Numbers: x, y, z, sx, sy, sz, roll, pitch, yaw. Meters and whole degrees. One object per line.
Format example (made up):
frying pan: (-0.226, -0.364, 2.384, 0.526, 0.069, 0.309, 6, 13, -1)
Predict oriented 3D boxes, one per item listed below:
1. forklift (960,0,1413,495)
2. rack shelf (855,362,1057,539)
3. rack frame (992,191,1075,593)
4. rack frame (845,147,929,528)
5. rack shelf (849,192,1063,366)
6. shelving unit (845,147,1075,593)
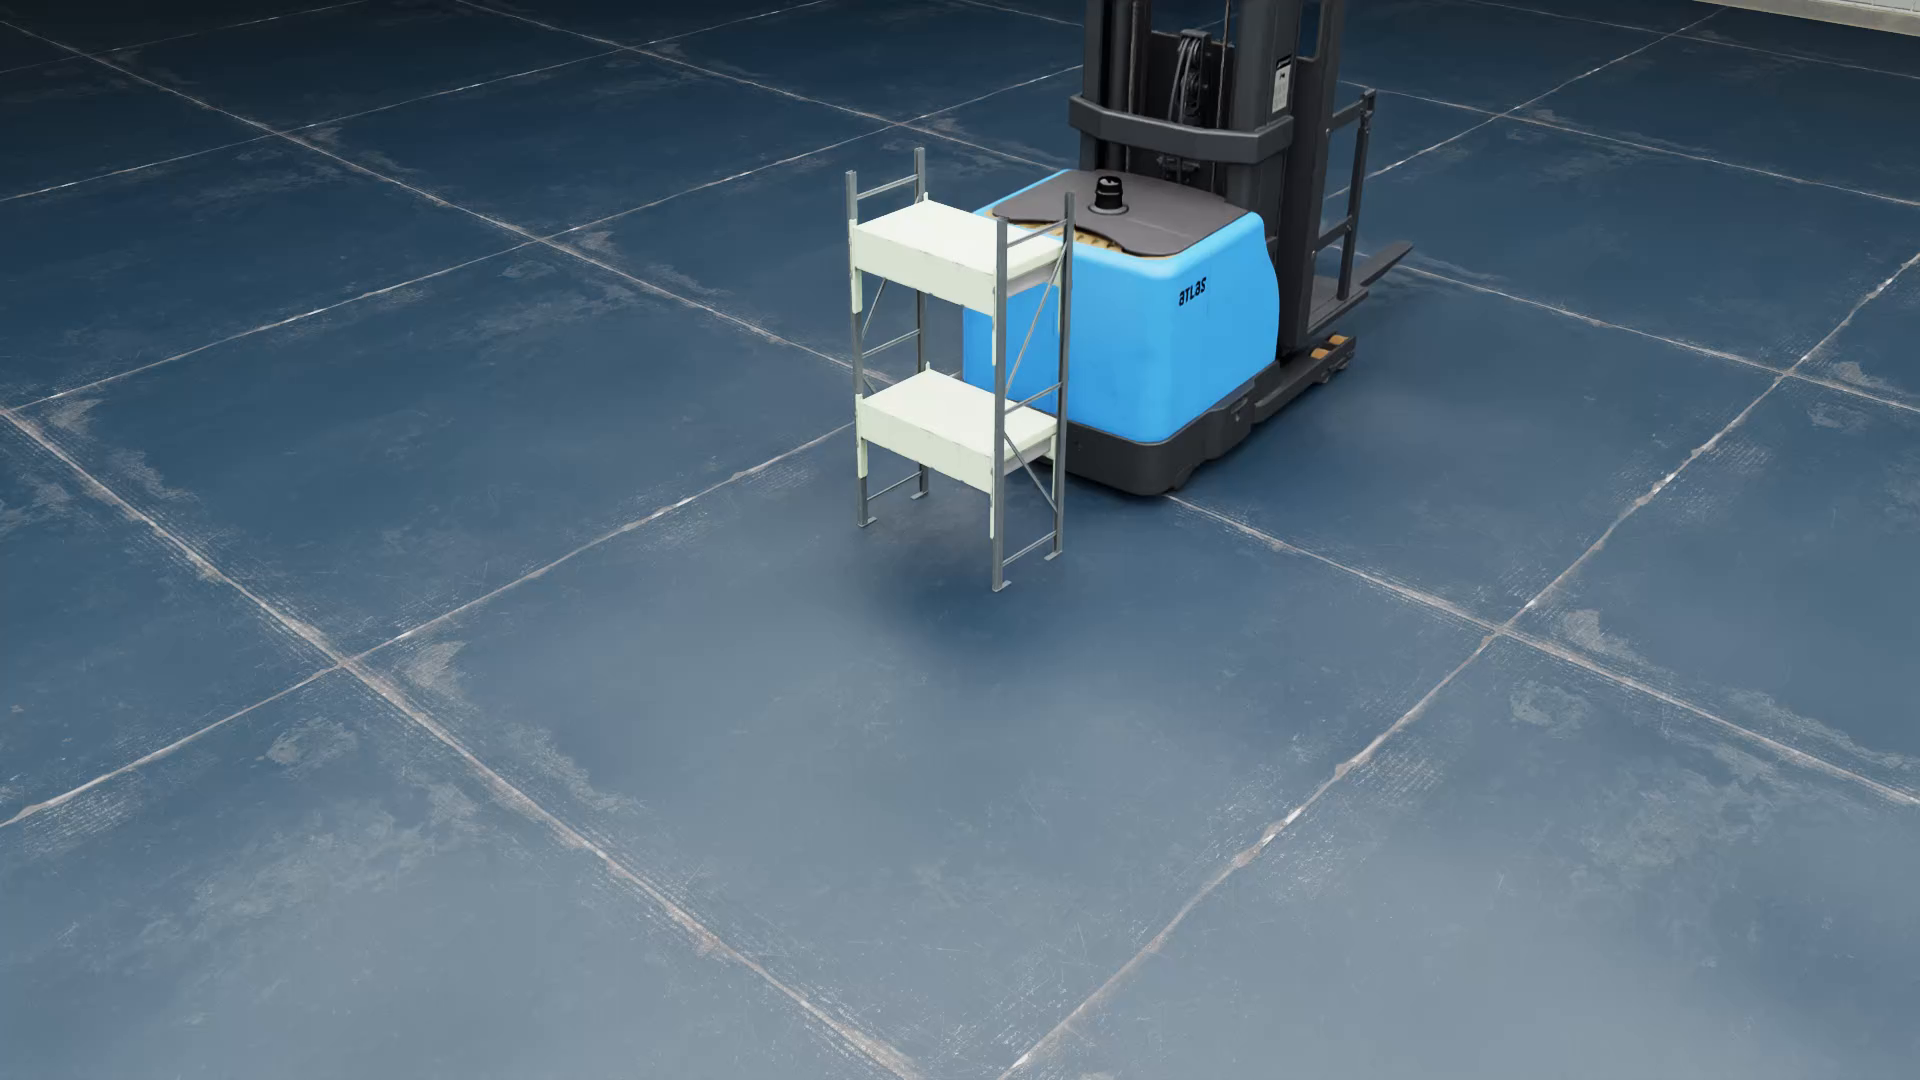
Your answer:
forklift: (1.280, -2.145, 7.471, 1.130, 2.935, 3.031, 21, 37, 31)
rack shelf: (-0.005, -0.366, 6.535, 0.720, 0.370, 0.431, 25, 39, 35)
rack frame: (0.266, -0.518, 6.157, 0.023, 1.500, 0.400, 25, 39, 35)
rack frame: (-0.276, -0.772, 6.577, 0.023, 1.500, 0.400, 25, 39, 35)
rack shelf: (-0.005, -0.979, 6.166, 0.720, 0.370, 0.431, 25, 39, 35)
shelving unit: (-0.005, -0.645, 6.367, 0.755, 1.500, 0.431, 25, 39, 35)
